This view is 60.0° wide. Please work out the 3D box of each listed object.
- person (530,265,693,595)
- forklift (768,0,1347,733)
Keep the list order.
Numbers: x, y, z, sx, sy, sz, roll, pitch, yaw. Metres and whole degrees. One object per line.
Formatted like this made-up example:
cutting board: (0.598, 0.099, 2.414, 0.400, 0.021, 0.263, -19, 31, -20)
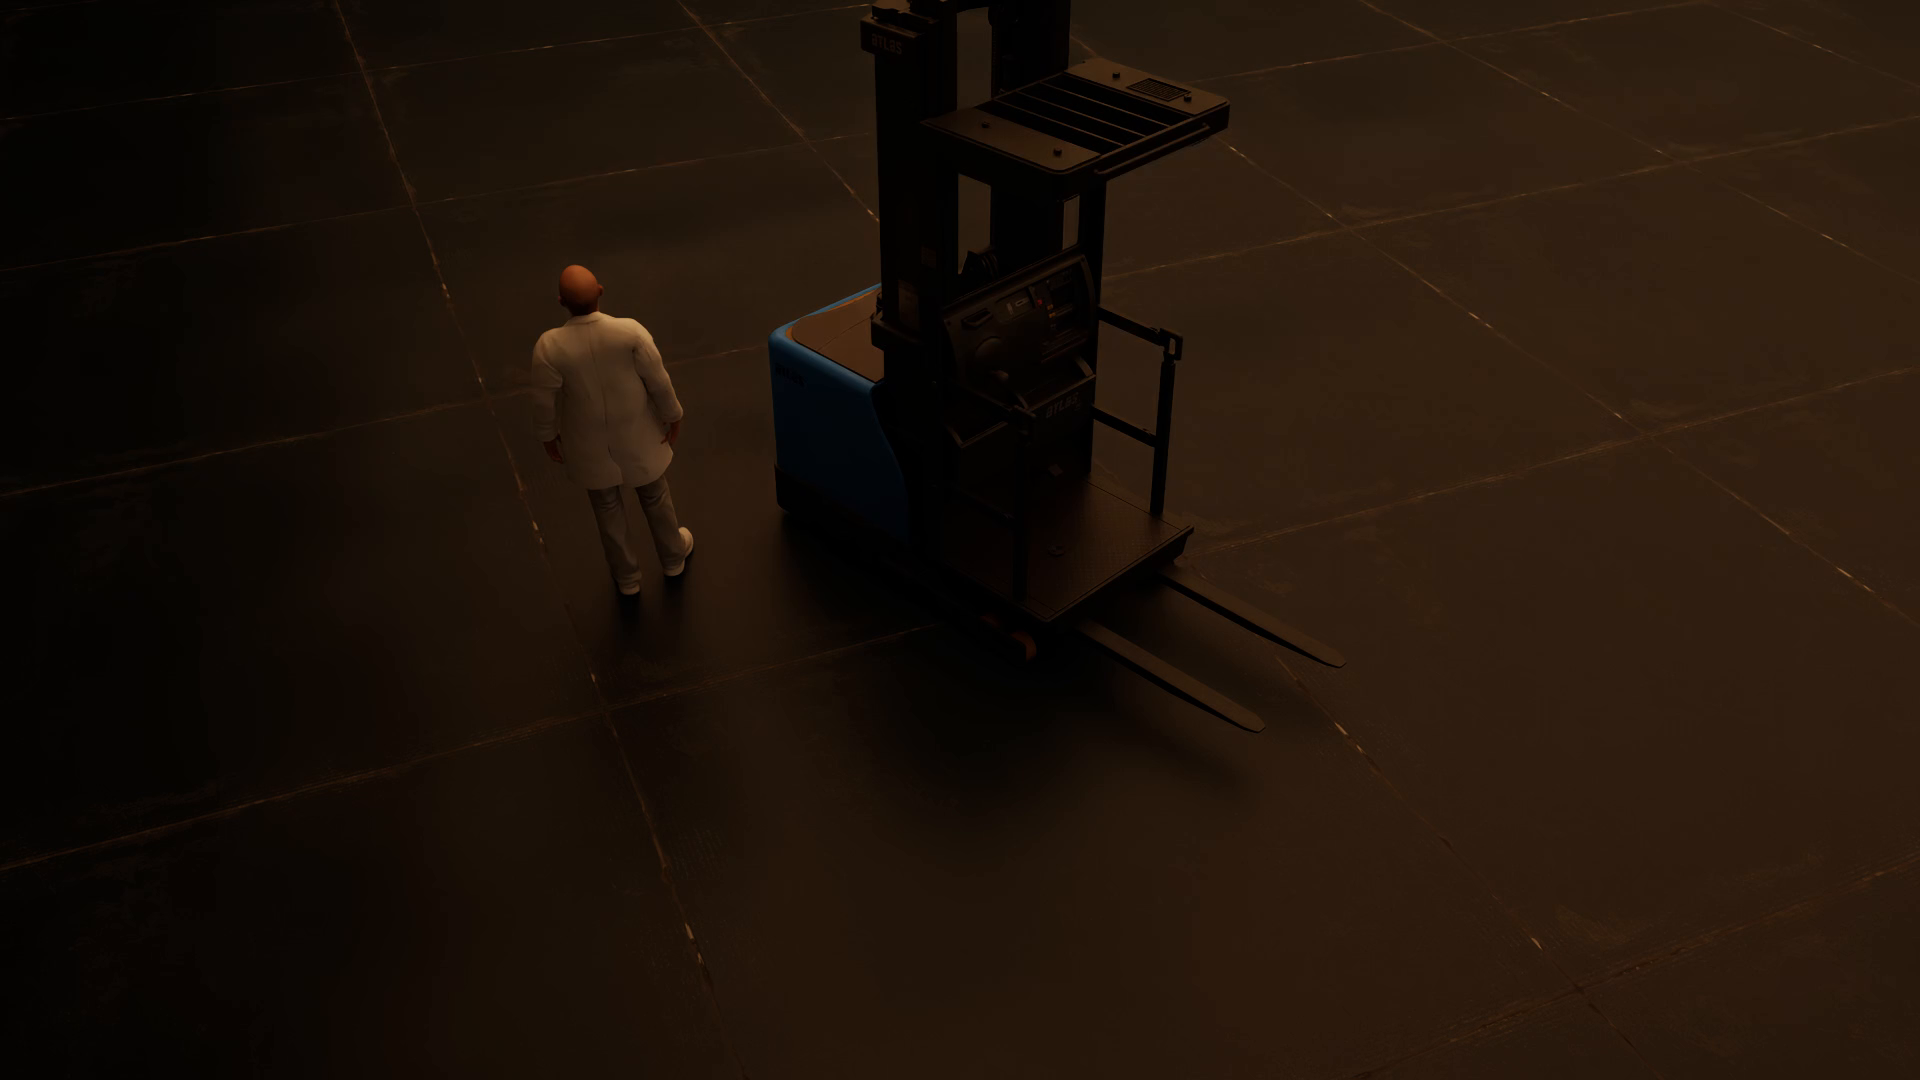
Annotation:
person: (-1.655, -0.552, 7.857, 0.695, 1.776, 0.580, -6, 36, -9)
forklift: (0.432, -0.946, 7.429, 3.031, 2.935, 1.130, 30, 45, 35)
